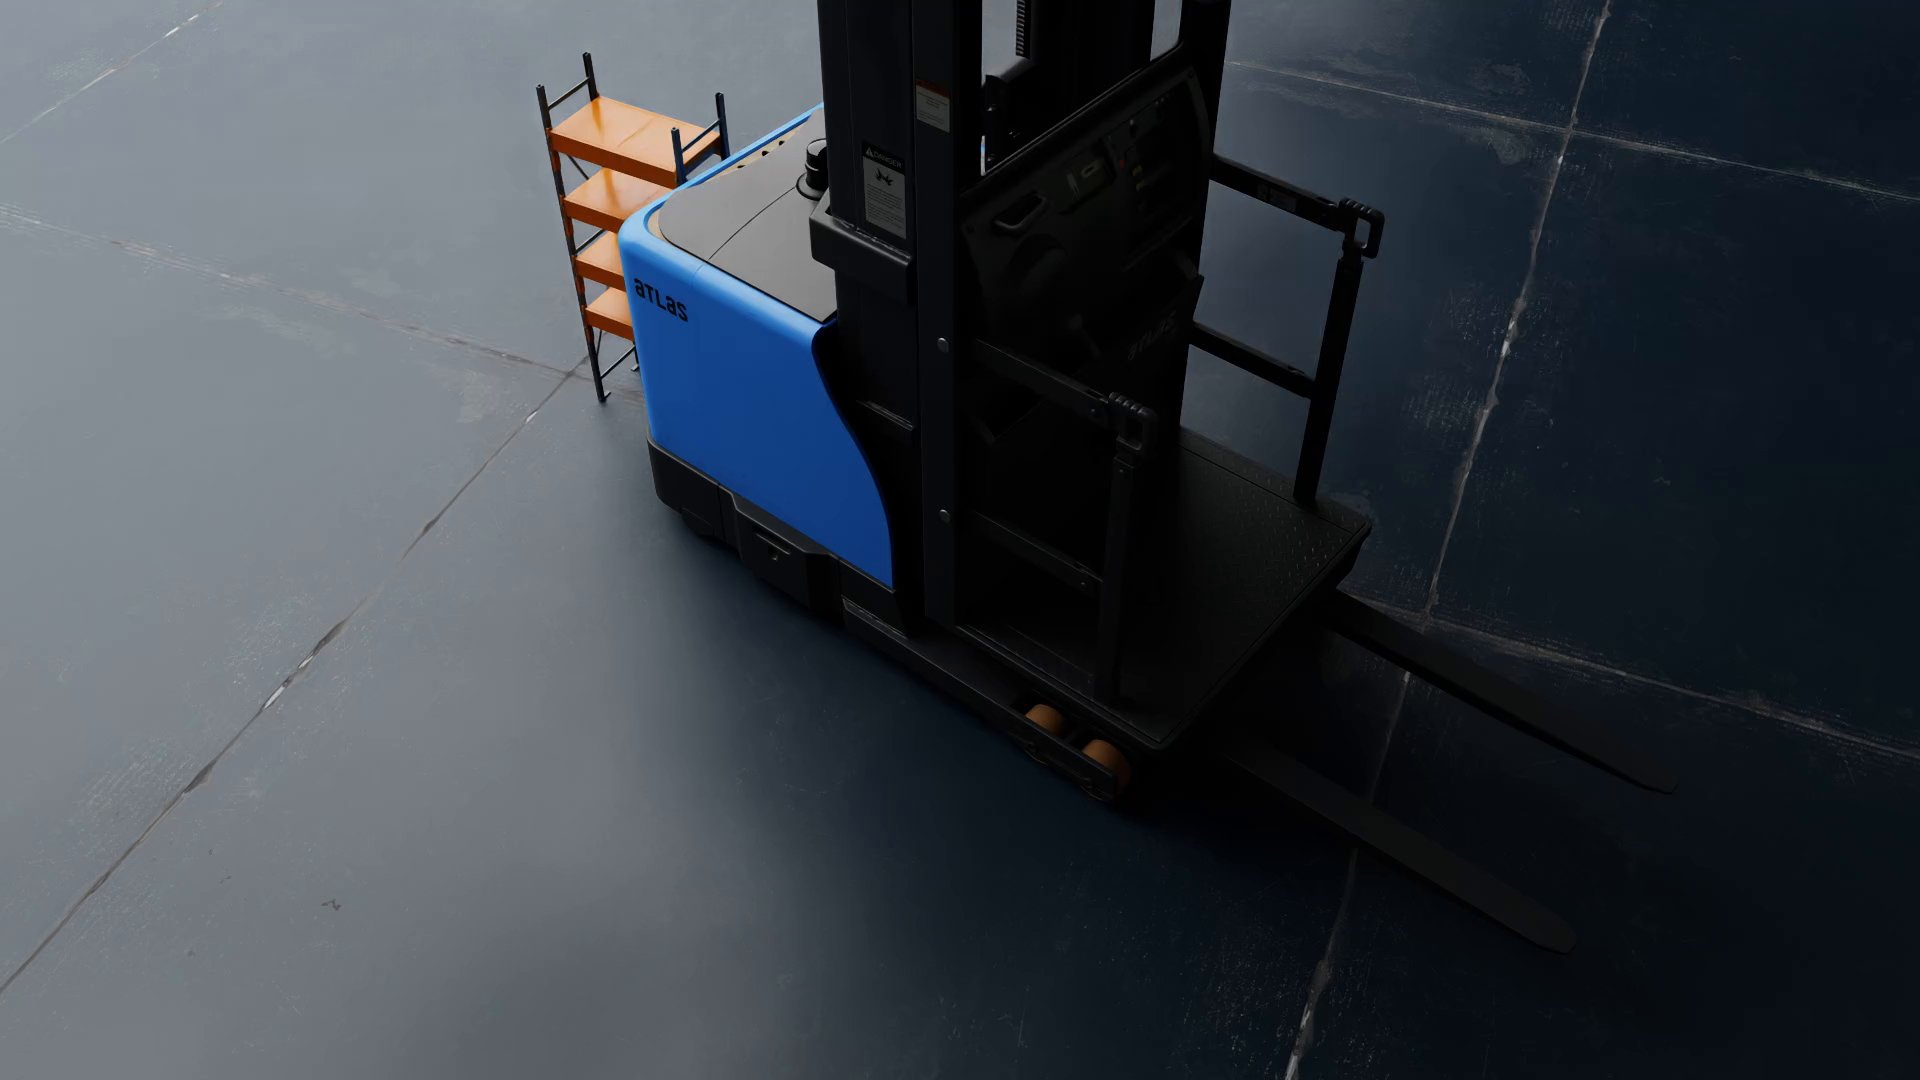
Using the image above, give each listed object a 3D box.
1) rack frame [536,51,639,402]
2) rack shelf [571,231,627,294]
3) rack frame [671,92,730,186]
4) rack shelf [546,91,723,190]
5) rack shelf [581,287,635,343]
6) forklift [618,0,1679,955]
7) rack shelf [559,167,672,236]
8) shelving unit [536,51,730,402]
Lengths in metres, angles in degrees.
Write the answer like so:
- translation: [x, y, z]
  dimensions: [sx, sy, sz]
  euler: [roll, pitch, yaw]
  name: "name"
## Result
- translation: [-1.184, -0.979, 5.383]
  dimensions: [0.015, 1.200, 0.240]
  euler: [21, 49, 20]
  name: "rack frame"
- translation: [-0.970, -0.848, 5.347]
  dimensions: [0.480, 0.148, 0.258]
  euler: [21, 49, 20]
  name: "rack shelf"
- translation: [-0.757, -0.811, 5.215]
  dimensions: [0.015, 1.200, 0.240]
  euler: [21, 49, 20]
  name: "rack frame"
- translation: [-0.970, -1.174, 5.022]
  dimensions: [0.480, 0.148, 0.258]
  euler: [21, 49, 20]
  name: "rack shelf"
- translation: [-0.970, -0.707, 5.487]
  dimensions: [0.480, 0.148, 0.258]
  euler: [21, 49, 20]
  name: "rack shelf"
- translation: [0.486, -0.757, 3.932]
  dimensions: [3.031, 2.935, 1.130]
  euler: [30, 52, 27]
  name: "forklift"
- translation: [-0.970, -1.006, 5.189]
  dimensions: [0.480, 0.148, 0.258]
  euler: [21, 49, 20]
  name: "rack shelf"
- translation: [-0.970, -0.895, 5.299]
  dimensions: [0.503, 1.200, 0.258]
  euler: [21, 49, 20]
  name: "shelving unit"
